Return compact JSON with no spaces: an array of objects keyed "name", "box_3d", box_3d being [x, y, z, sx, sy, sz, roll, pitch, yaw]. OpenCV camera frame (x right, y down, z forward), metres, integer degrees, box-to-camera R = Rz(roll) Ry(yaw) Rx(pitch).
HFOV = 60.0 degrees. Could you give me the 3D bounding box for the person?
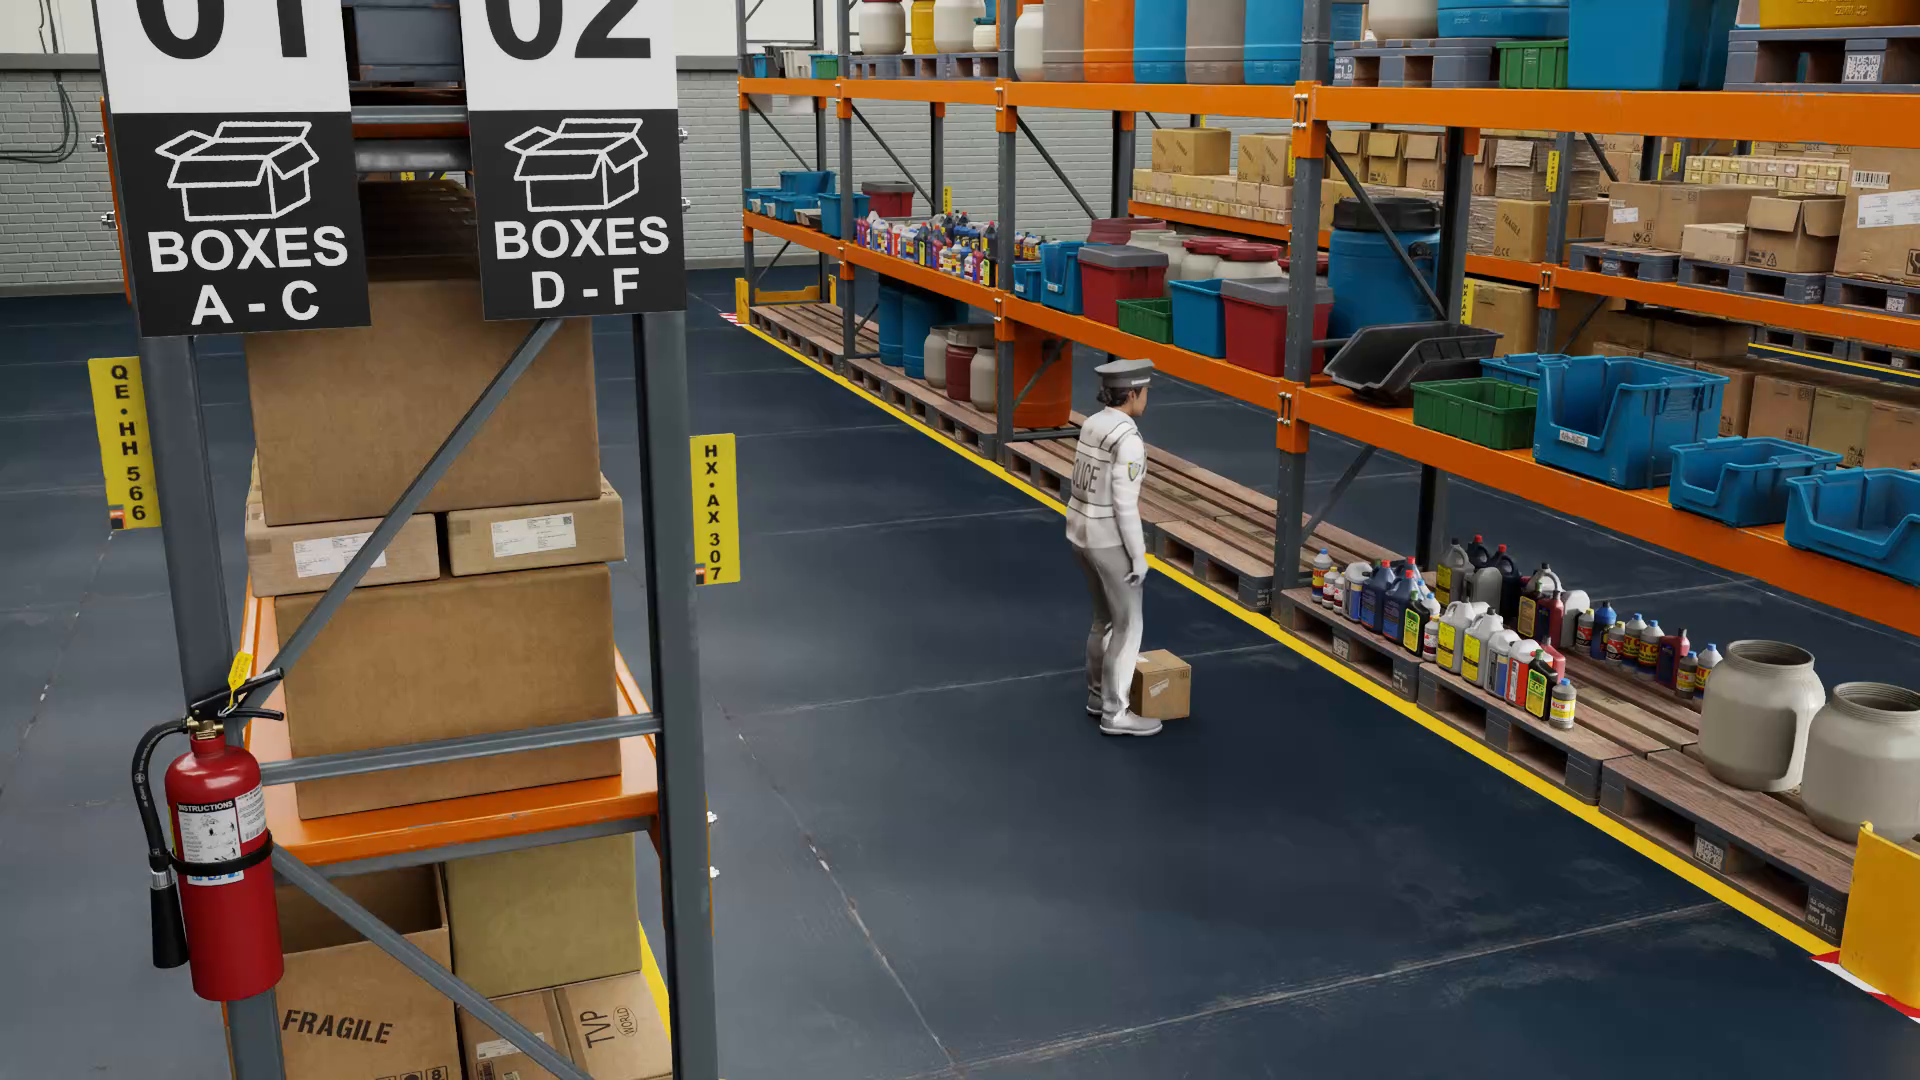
[{"name":"person","box_3d":[0.694,0.024,7.437,0.410,1.663,0.526,-6,17,-20]}]
